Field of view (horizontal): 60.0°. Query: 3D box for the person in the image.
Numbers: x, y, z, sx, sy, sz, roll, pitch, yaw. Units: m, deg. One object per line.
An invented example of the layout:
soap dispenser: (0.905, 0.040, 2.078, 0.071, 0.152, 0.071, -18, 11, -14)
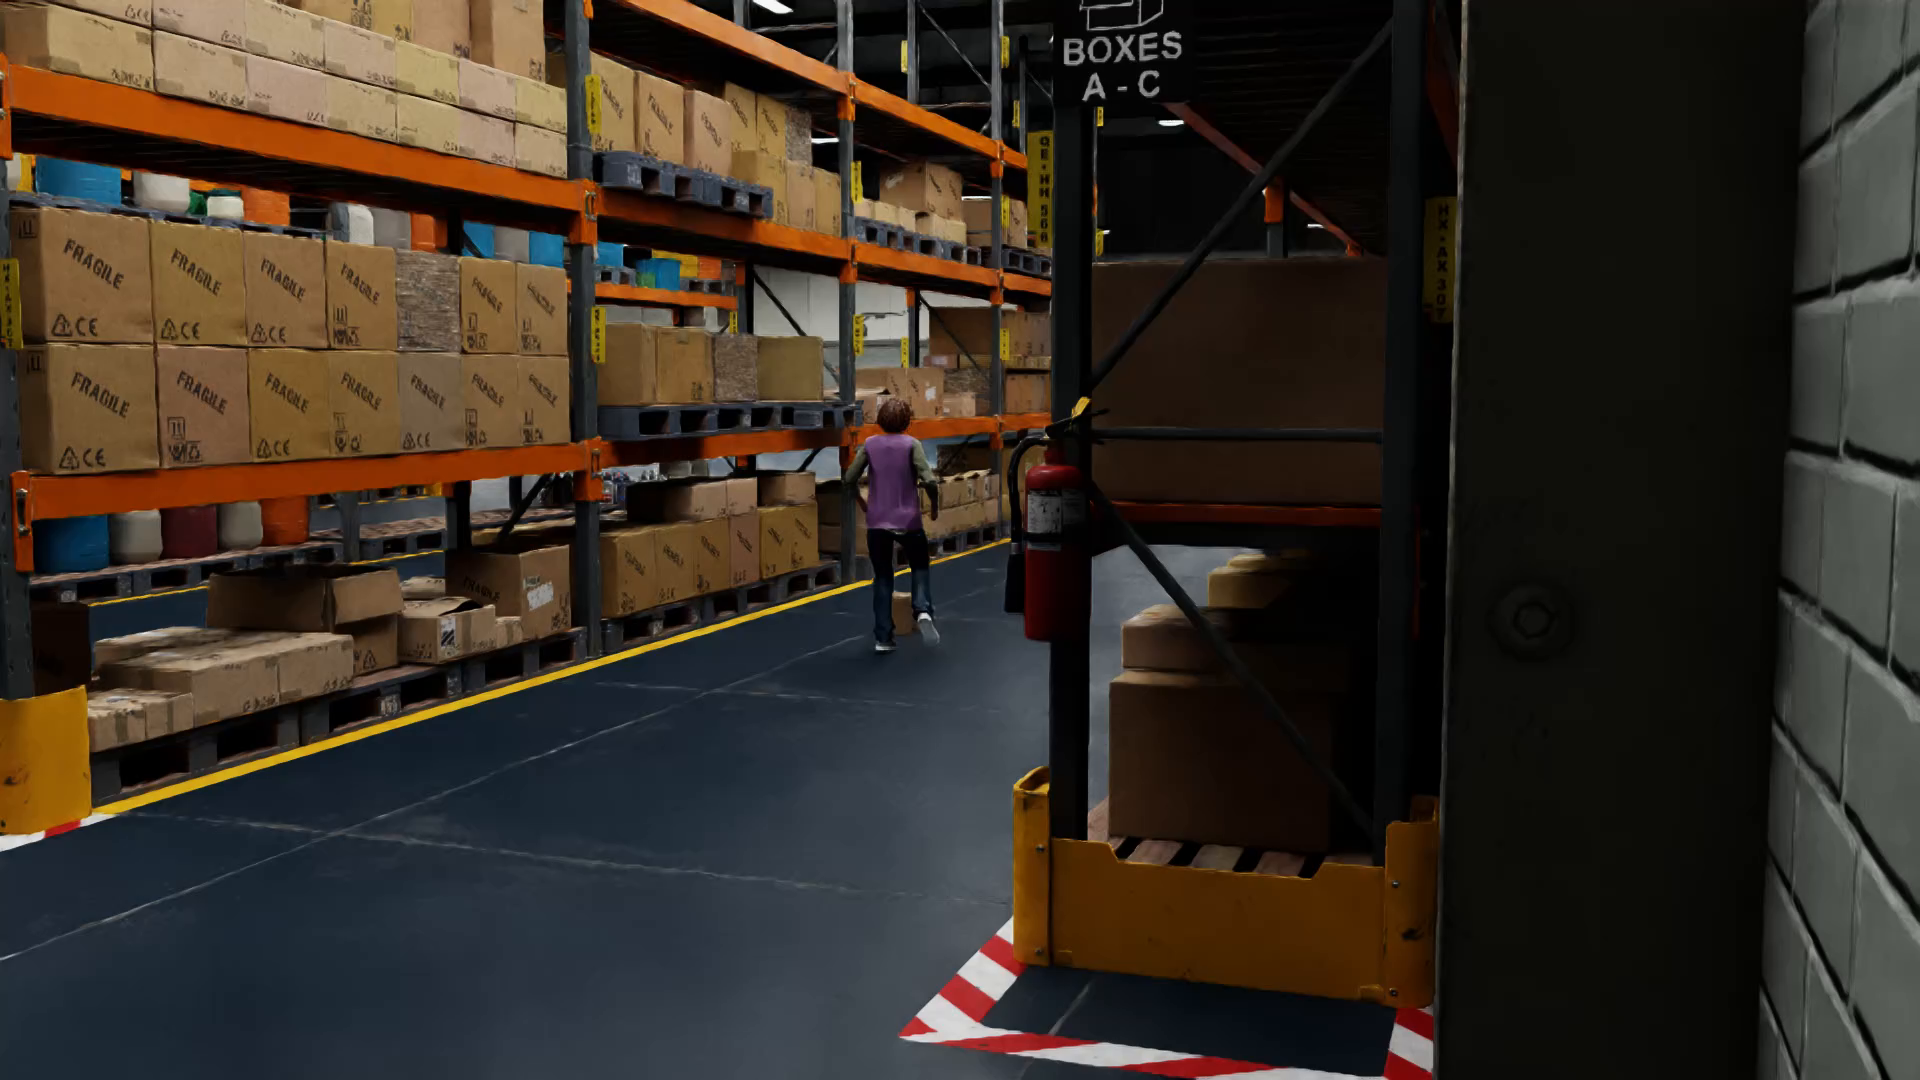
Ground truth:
person: (-0.423, -0.090, 10.163, 0.585, 1.566, 0.437, 0, 5, 5)
